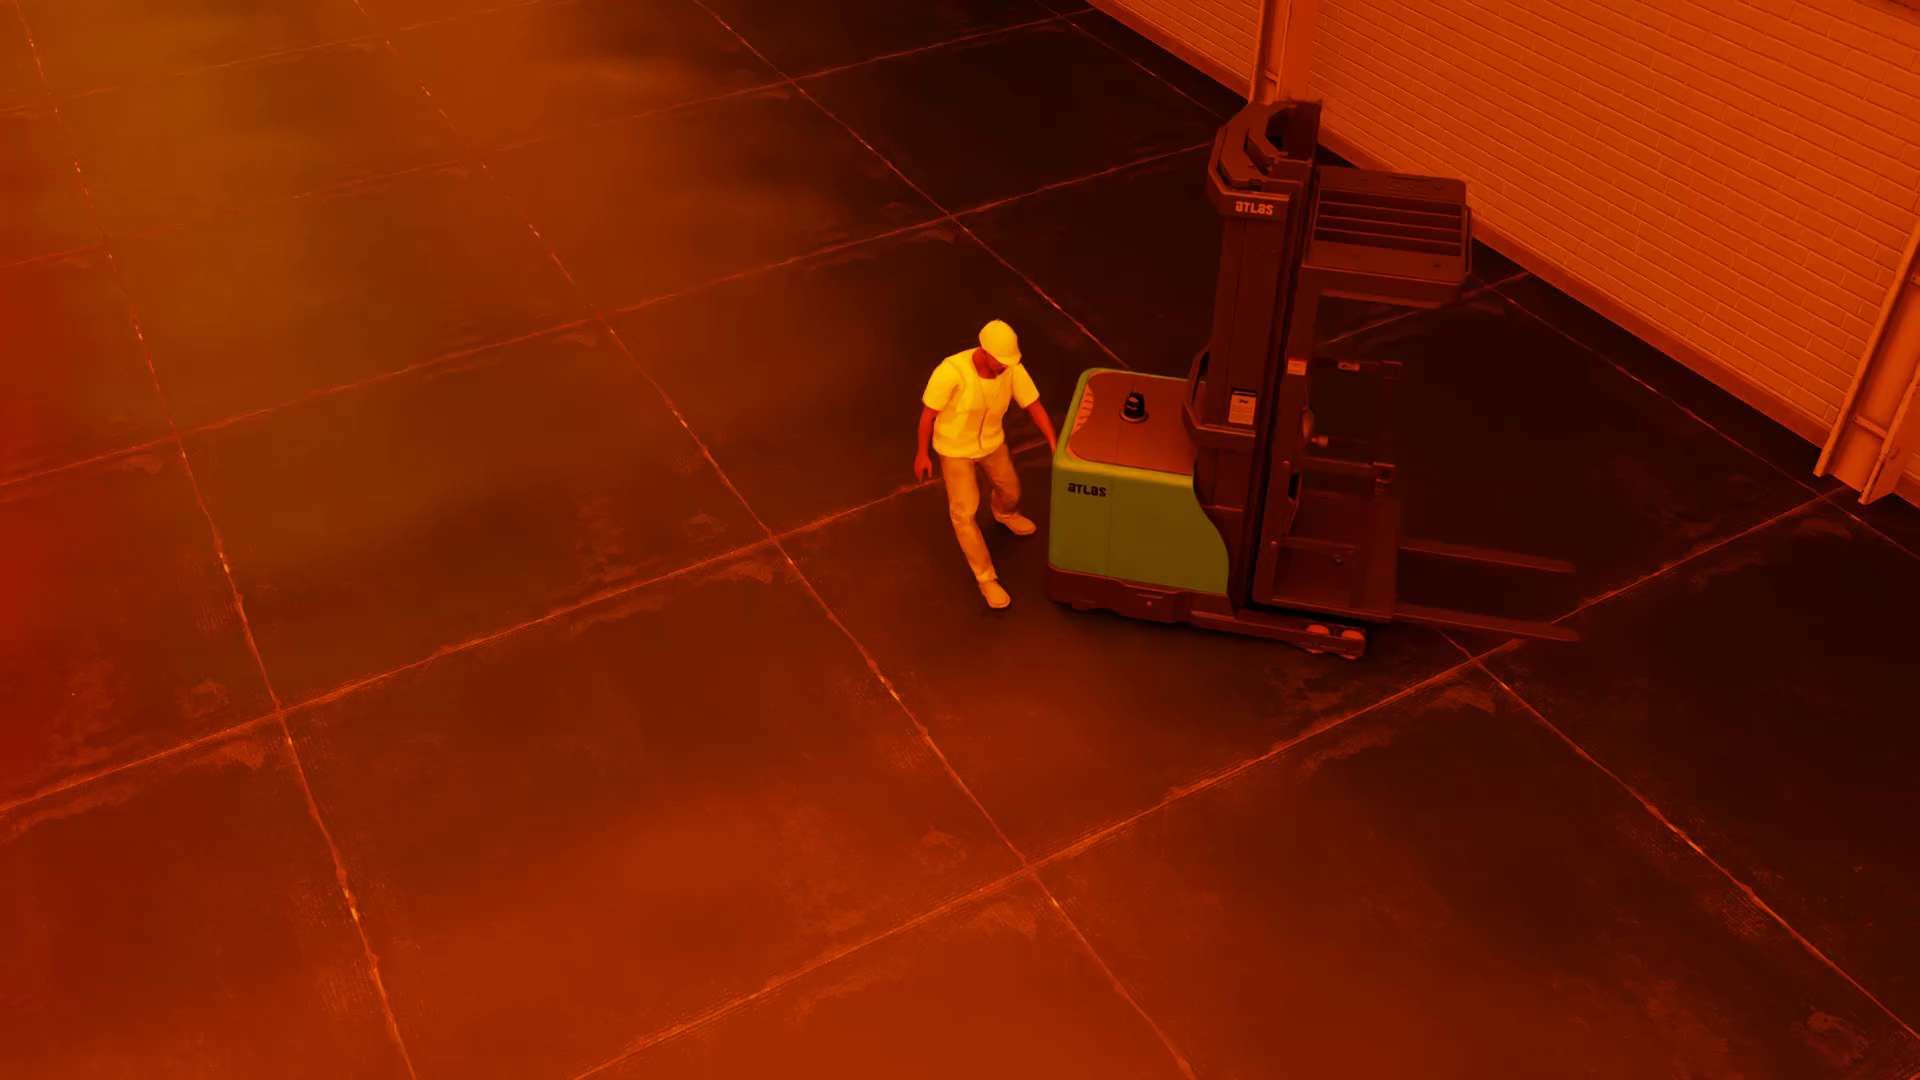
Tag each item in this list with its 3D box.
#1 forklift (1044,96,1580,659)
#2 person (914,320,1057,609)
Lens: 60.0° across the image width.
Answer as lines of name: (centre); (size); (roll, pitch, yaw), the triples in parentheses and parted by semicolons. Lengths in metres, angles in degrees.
forklift: (2.074, -0.824, 9.030); (3.031, 2.935, 1.130); (9, 40, 10)
person: (0.199, -0.461, 9.589); (0.835, 1.666, 0.880); (-19, 43, -21)
